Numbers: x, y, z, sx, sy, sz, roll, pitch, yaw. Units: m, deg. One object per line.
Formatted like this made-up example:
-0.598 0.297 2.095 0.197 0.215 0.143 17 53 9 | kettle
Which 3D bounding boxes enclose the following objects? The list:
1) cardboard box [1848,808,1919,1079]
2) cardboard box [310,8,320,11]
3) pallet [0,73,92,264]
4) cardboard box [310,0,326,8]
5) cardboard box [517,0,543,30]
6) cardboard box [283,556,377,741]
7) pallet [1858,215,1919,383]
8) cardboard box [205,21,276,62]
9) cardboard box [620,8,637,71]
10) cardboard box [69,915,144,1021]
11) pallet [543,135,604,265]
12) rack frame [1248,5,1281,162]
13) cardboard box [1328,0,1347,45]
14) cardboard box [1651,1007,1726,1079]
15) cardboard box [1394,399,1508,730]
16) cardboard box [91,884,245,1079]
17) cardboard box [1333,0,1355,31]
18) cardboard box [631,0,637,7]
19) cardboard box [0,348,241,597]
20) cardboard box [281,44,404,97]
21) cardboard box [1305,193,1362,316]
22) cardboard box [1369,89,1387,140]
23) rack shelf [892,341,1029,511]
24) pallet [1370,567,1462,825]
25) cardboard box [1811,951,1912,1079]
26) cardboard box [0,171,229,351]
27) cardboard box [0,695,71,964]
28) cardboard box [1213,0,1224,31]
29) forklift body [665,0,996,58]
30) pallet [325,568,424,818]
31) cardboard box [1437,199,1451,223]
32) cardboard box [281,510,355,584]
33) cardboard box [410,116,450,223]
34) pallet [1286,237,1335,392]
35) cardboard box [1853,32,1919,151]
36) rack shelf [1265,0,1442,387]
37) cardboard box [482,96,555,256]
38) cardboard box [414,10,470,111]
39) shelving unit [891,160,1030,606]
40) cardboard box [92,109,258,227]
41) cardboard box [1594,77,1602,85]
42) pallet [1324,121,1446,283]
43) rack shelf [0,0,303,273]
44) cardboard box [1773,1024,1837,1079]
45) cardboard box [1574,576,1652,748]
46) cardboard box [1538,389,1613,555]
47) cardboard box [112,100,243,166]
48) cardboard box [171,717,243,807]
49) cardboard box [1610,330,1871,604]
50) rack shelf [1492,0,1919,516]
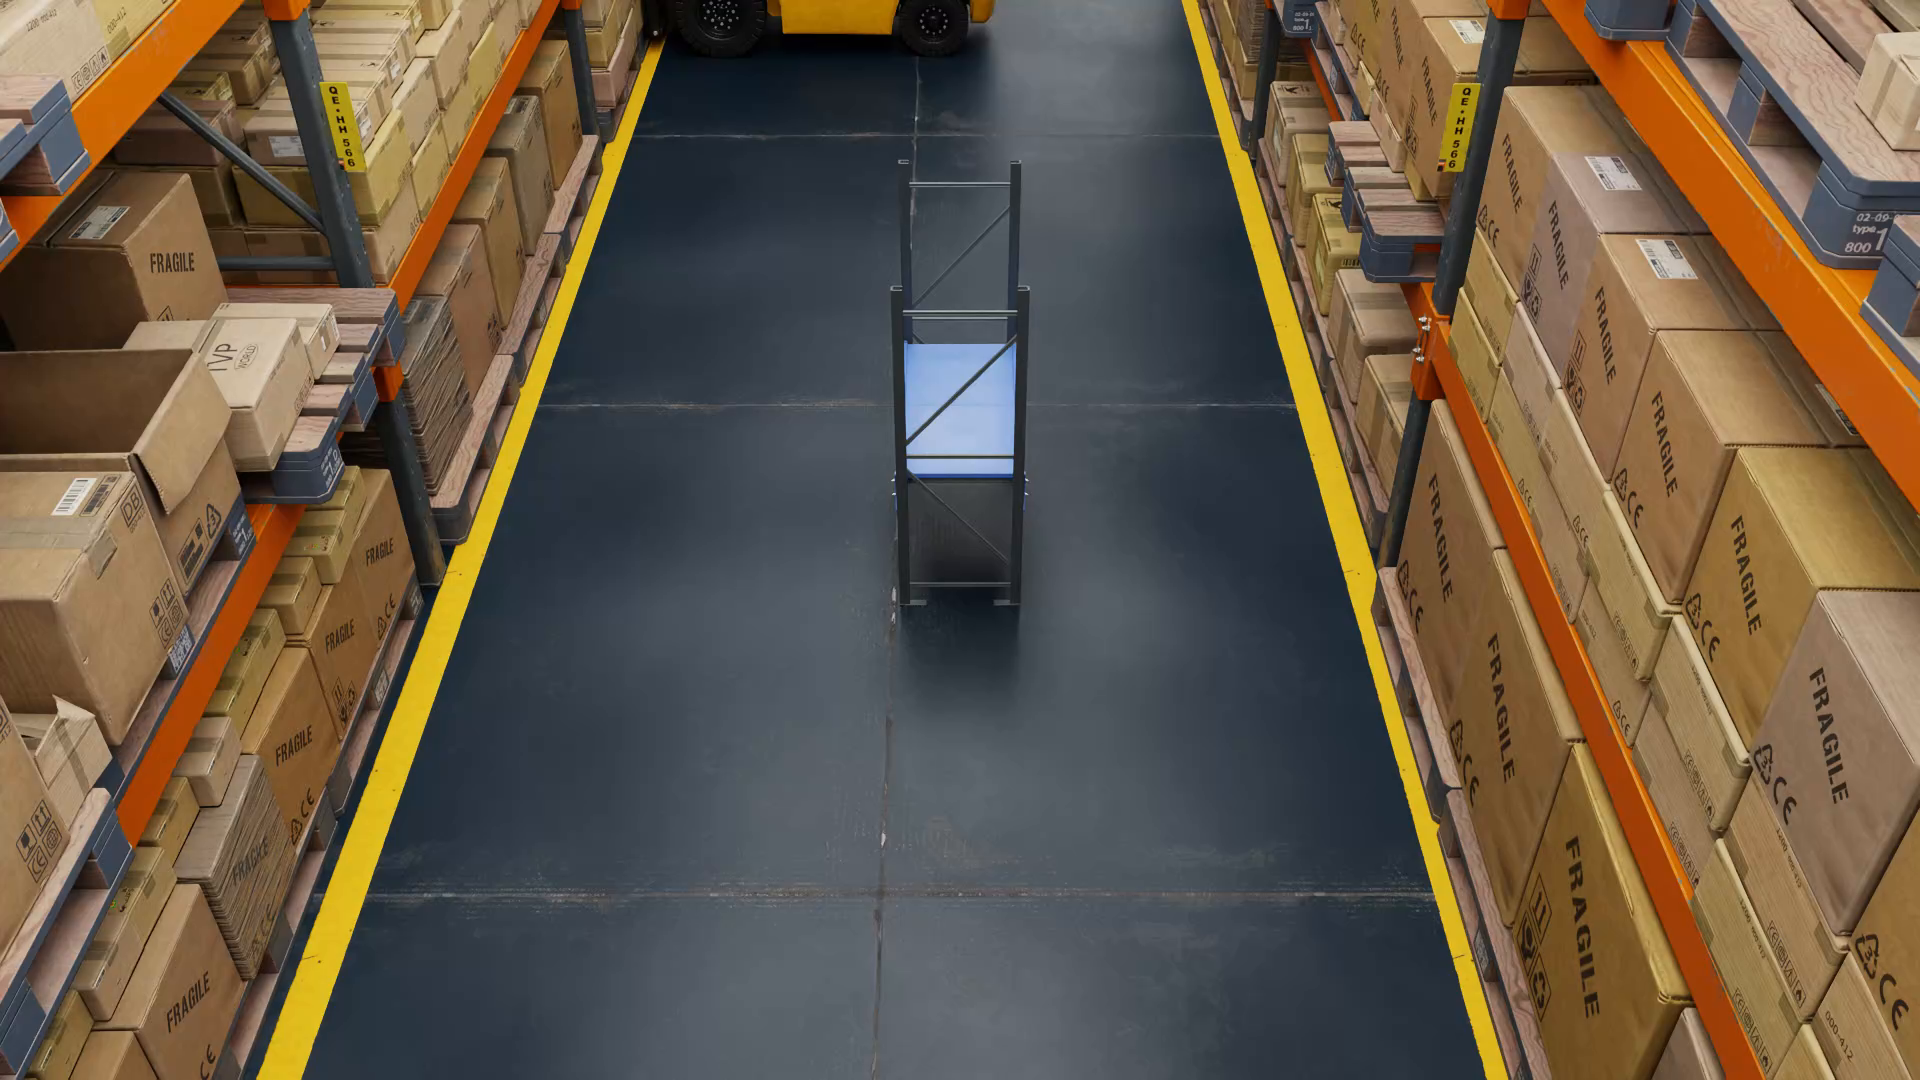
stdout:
2.029 0.779 2.999 0.500 0.500 0.500 1 39 1 | cardboard box
-2.959 -2.373 7.532 0.500 0.250 0.500 -1 39 -1 | cardboard box
-2.618 -0.660 3.427 1.213 0.211 1.003 0 39 0 | pallet
-2.912 -2.463 7.326 0.380 0.149 0.250 1 39 1 | cardboard box
-2.424 -2.821 8.492 0.500 0.250 0.500 0 39 0 | cardboard box
-2.482 0.381 6.039 0.500 0.500 0.500 -1 39 -1 | cardboard box
2.230 -0.181 2.832 0.805 0.209 1.217 -1 39 -2 | pallet
-3.012 -1.982 6.726 0.380 0.149 0.250 -1 39 -1 | cardboard box
-2.378 -3.220 10.733 0.500 0.250 0.500 -1 39 -1 | cardboard box
-2.484 1.166 4.540 0.380 0.149 0.250 0 39 0 | cardboard box
-2.653 -1.960 9.527 1.003 0.211 1.213 0 39 0 | pallet
2.271 -3.515 9.238 1.000 3.000 0.127 0 39 0 | rack frame
1.929 -2.420 7.736 0.380 0.149 0.250 1 39 2 | cardboard box
2.200 1.765 4.012 0.875 0.875 0.875 1 39 1 | cardboard box
2.193 0.084 6.110 0.875 0.875 0.875 0 39 0 | cardboard box
-2.466 1.357 4.821 0.500 0.500 0.500 -1 39 -1 | cardboard box
1.984 -2.597 7.438 0.500 0.500 0.500 -2 39 -2 | cardboard box
-2.376 -3.727 10.966 0.500 0.250 0.500 0 39 0 | cardboard box
-2.501 -0.191 4.672 0.797 0.503 0.637 -1 39 -1 | cardboard box
-2.421 -1.827 6.533 0.380 0.149 0.250 1 39 1 | cardboard box
2.281 -1.441 8.415 0.950 0.372 0.625 1 39 1 | cardboard box
1.930 -1.767 6.921 0.380 0.149 0.250 -2 39 -2 | cardboard box
0.000 -0.498 6.960 0.538 0.185 1.000 0 39 0 | rack shelf
2.201 0.568 6.373 1.003 0.211 1.213 0 39 0 | pallet
2.037 1.076 3.229 0.500 0.250 0.500 0 39 0 | cardboard box
-2.844 -0.889 5.545 0.500 0.500 0.500 2 39 2 | cardboard box
-2.461 0.664 3.607 0.700 0.500 0.500 0 39 0 | cardboard box
1.995 -3.627 11.240 0.500 0.250 0.500 1 39 1 | cardboard box
-0.871 -4.495 11.139 2.313 2.155 1.214 0 39 0 | forklift body
-2.725 0.547 6.398 1.003 0.211 1.213 0 39 0 | pallet
2.040 -1.284 6.319 0.380 0.149 0.250 1 39 2 | cardboard box
-2.403 0.030 5.958 0.380 0.149 0.250 -2 39 -2 | cardboard box
-2.440 -1.541 6.895 0.500 0.250 0.500 -1 39 -1 | cardboard box
2.278 -1.175 8.548 1.003 0.211 1.213 0 39 0 | pallet
2.128 -0.938 3.474 0.380 0.166 0.250 3 39 4 | cardboard box
2.273 -1.984 7.902 1.077 0.370 4.000 0 39 0 | rack shelf
-2.688 -1.935 8.829 0.875 0.625 0.625 0 39 0 | cardboard box
-2.426 -2.062 7.145 0.500 0.250 0.500 -1 39 -1 | cardboard box
0.000 -0.639 6.848 0.538 1.500 1.048 0 39 0 | shelving unit
-2.966 -1.425 6.350 0.500 0.250 0.500 1 39 1 | cardboard box
2.507 -1.614 6.212 0.500 0.500 0.500 -1 39 -1 | cardboard box
2.168 -1.384 6.732 1.213 0.211 1.003 0 39 0 | pallet
-2.686 -0.647 3.835 1.077 0.370 4.000 0 39 0 | rack shelf
2.028 1.266 3.392 0.500 0.250 0.500 -1 39 -1 | cardboard box
2.042 0.309 4.586 0.500 0.250 0.500 0 39 0 | cardboard box
2.017 -0.198 4.819 0.500 0.250 0.500 0 39 0 | cardboard box
-2.891 -1.503 6.128 0.380 0.149 0.250 1 39 1 | cardboard box
-2.461 0.689 5.137 0.380 0.149 0.250 -2 39 -2 | cardboard box
2.024 -0.185 4.203 0.500 0.500 0.500 1 39 1 | cardboard box
2.278 -0.653 3.843 1.077 0.370 4.000 0 39 0 | rack shelf
